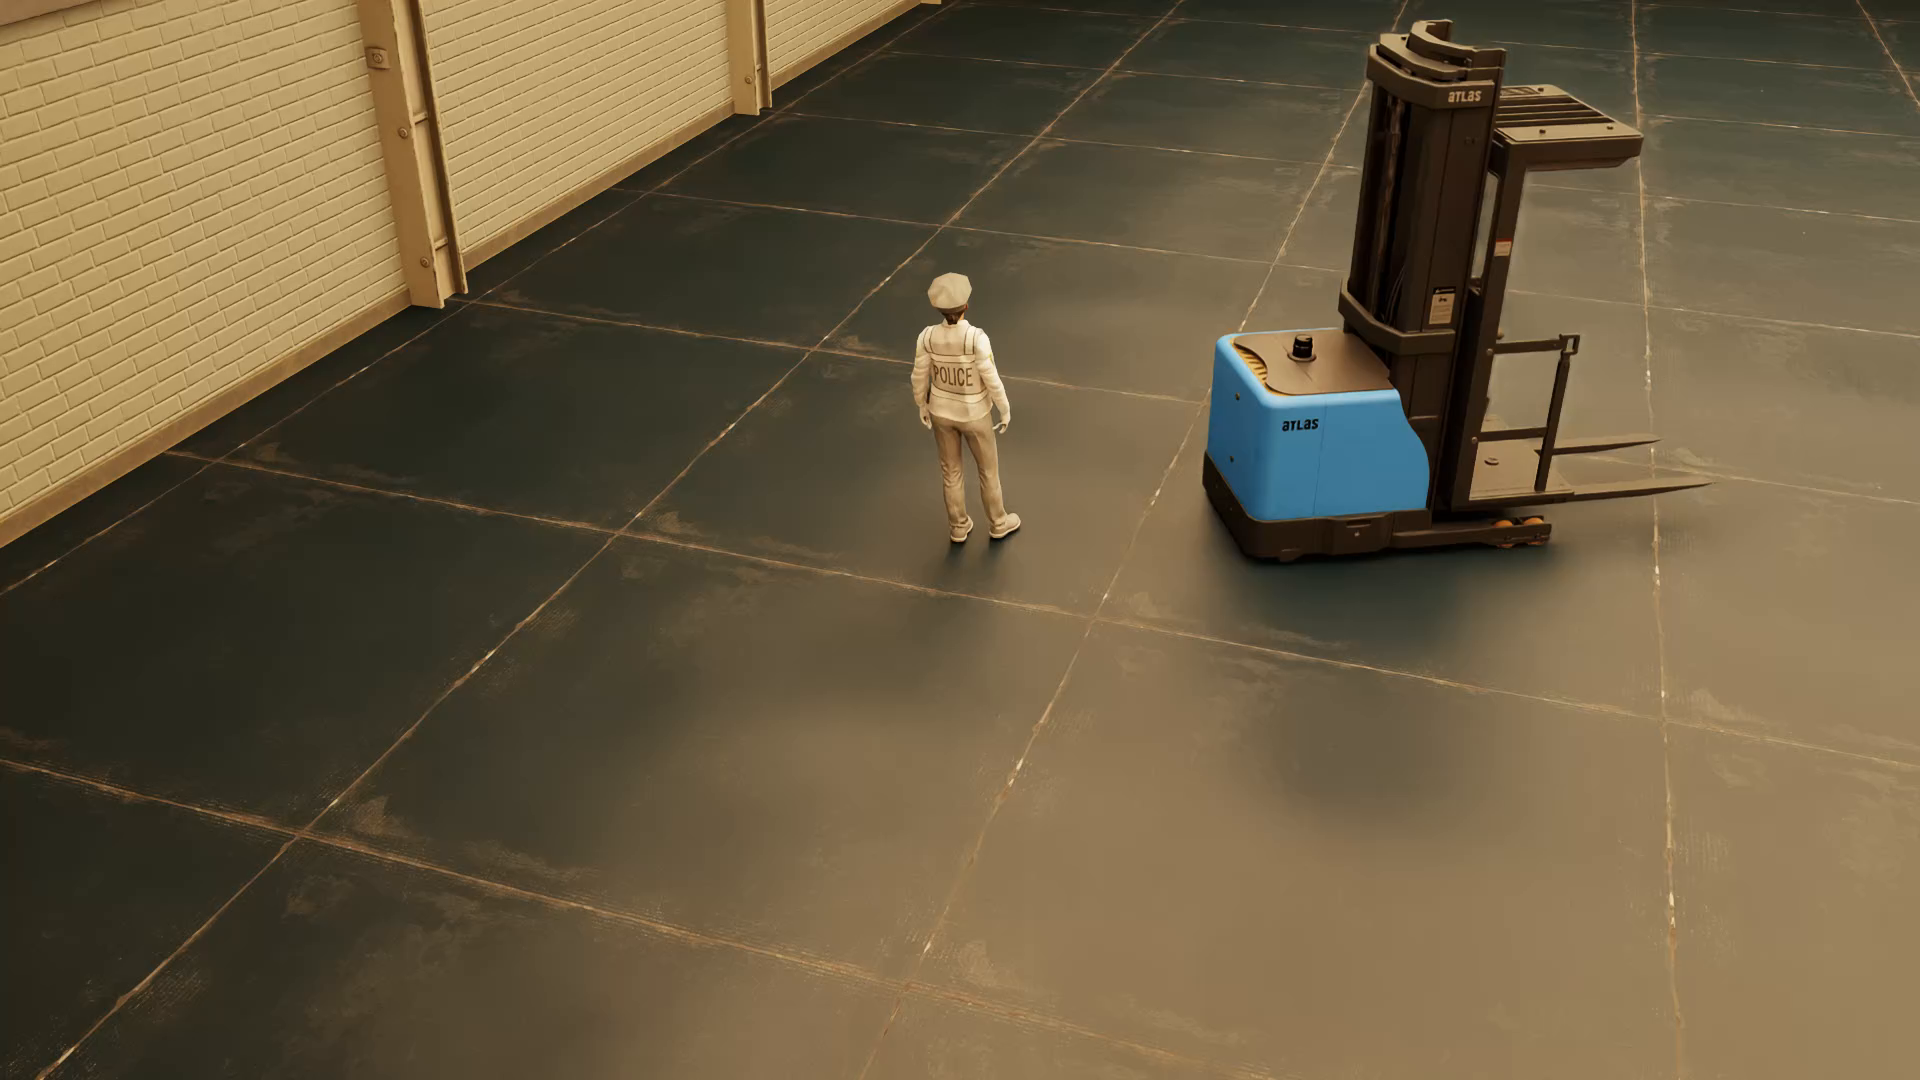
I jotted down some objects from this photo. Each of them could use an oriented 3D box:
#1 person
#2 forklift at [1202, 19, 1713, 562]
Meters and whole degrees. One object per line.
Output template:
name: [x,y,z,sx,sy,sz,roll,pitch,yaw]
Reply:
person: [0.028,-0.773,9.726,0.587,1.696,0.534,10,31,16]
forklift: [3.104,-1.476,9.726,3.031,2.935,1.130,-5,30,-8]
